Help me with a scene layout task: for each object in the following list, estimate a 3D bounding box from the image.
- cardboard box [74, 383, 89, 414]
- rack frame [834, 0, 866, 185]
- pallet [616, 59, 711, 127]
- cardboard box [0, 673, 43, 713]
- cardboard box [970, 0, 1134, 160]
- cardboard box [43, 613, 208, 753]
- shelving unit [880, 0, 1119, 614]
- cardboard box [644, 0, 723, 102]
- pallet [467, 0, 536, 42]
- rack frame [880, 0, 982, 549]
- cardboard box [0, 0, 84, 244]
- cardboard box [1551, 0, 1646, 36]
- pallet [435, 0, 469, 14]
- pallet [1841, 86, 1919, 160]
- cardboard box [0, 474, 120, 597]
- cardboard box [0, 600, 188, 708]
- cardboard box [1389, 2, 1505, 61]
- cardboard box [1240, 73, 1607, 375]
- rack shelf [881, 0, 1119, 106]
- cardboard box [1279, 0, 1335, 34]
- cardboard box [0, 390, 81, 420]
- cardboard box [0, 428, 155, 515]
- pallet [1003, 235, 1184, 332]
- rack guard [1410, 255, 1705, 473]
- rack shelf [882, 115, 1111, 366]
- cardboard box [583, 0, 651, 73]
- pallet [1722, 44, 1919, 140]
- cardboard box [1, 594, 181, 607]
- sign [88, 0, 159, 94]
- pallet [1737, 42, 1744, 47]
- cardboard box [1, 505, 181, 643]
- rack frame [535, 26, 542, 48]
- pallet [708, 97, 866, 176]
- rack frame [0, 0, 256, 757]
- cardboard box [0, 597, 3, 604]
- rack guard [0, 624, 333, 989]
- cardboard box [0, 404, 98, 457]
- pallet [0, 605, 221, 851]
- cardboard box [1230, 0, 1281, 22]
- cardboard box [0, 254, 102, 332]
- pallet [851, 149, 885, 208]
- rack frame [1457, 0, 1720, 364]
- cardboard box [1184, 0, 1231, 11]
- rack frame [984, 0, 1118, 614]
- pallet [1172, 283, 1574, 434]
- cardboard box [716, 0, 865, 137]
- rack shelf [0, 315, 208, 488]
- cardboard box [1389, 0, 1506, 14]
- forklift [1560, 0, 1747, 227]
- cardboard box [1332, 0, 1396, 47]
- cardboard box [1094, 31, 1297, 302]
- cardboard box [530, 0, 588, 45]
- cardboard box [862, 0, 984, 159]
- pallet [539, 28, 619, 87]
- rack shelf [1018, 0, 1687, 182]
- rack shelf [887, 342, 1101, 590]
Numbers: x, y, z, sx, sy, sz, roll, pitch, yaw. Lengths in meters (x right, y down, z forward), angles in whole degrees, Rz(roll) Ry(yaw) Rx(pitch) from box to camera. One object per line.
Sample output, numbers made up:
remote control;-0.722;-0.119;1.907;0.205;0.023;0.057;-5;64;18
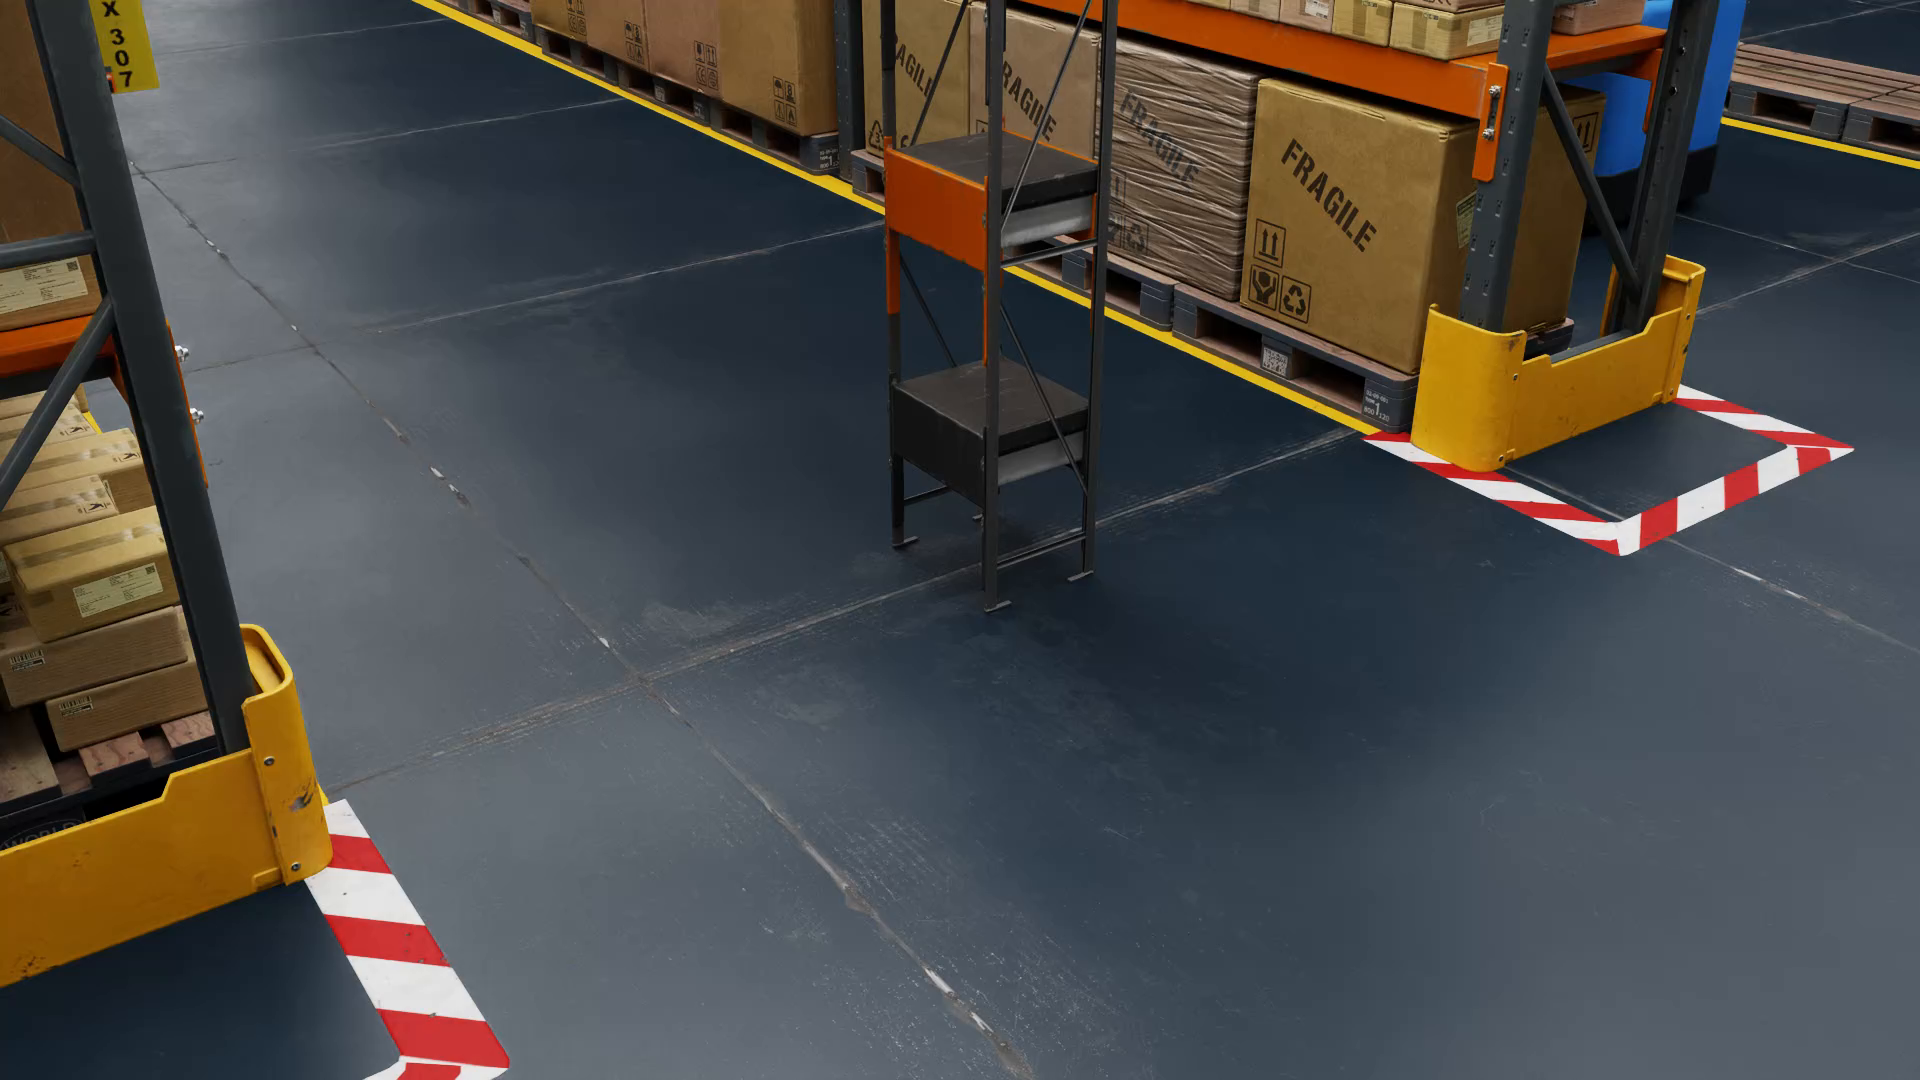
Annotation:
cardboard box;-2.776;-0.436;4.834;0.380;0.149;0.250;-18;33;-30
rack frame;-0.190;-3.328;8.234;1.000;3.000;0.127;-19;34;-31
pallet;-1.411;-2.856;10.288;1.003;0.211;1.213;-19;34;-31
cardboard box;-2.231;0.258;4.179;0.380;0.149;0.250;-19;34;-31
cardboard box;0.649;-1.950;7.484;0.875;0.875;0.875;-19;34;-31
cardboard box;-2.012;0.337;4.034;0.380;0.149;0.250;-18;33;-30
shelving unit;0.096;-0.858;4.630;0.431;2.100;0.503;-19;34;-31
cardboard box;-1.097;-3.169;9.728;1.225;0.875;0.875;-20;34;-32
pallet;-2.963;-3.962;12.323;1.003;0.211;1.213;-19;34;-31
rack frame;-0.046;-0.953;4.805;0.400;2.100;0.015;-19;34;-31
cardboard box;-2.005;-0.865;3.283;0.500;0.500;0.500;-17;33;-28
cardboard box;2.193;-1.892;5.853;0.380;0.149;0.250;-18;33;-30
pallet;-3.666;-4.436;13.196;1.003;0.211;1.213;-19;34;-31
pallet;5.718;-2.250;9.171;1.003;0.211;1.213;-19;34;-31
cardboard box;-2.254;-0.004;4.038;0.380;0.149;0.250;-18;33;-30
cardboard box;-2.064;0.224;3.930;0.380;0.149;0.250;-17;33;-29
cardboard box;1.655;-1.710;5.518;0.380;0.149;0.250;-18;33;-30
cardboard box;1.693;-1.250;6.195;0.875;0.875;0.875;-19;34;-31
rack shelf;0.096;-1.461;4.303;0.431;0.518;0.480;-19;34;-31
cardboard box;1.357;-1.909;5.885;0.380;0.149;0.250;-19;34;-31
cardboard box;-2.660;-0.321;4.622;0.380;0.149;0.250;-17;33;-29
cardboard box;-2.296;-0.137;4.283;0.380;0.149;0.250;-19;34;-31
pallet;0.899;-1.310;7.442;1.003;0.211;1.213;-19;34;-31
rack guard;2.144;-0.665;5.951;1.175;0.500;0.348;-19;34;-31
rack shelf;0.096;-0.846;4.637;0.431;0.518;0.480;-19;34;-31
cardboard box;-1.617;-3.511;10.358;1.225;0.875;0.875;-19;34;-30
pallet;5.014;-2.724;10.044;1.003;0.211;1.213;-19;34;-31
cardboard box;-2.177;0.102;4.155;0.380;0.149;0.250;-19;34;-31
sign;-1.527;-0.970;2.985;0.100;0.325;0.005;-19;34;-31
pallet;4.302;-3.198;10.918;1.003;0.211;1.213;-19;34;-31
cardboard box;-1.996;0.070;3.902;0.380;0.149;0.250;-21;35;-33
rack frame;-2.511;-4.883;11.098;1.000;3.000;0.127;-19;34;-31
pallet;-0.699;-2.381;9.414;1.003;0.211;1.213;-19;34;-31
rack frame;-1.969;-0.439;2.915;1.000;3.000;0.127;-19;34;-31
cardboard box;-2.391;0.031;4.285;0.380;0.149;0.250;-18;33;-30
rack guard;-2.013;0.630;3.566;1.175;0.500;0.348;-19;34;-31
cardboard box;-2.507;-0.211;4.419;0.380;0.149;0.250;-21;35;-33
pallet;-2.456;0.431;4.235;1.003;0.211;1.213;-19;34;-31
cardboard box;1.213;-2.006;6.064;0.380;0.149;0.250;-18;33;-30
cardboard box;-1.890;-0.545;3.374;0.380;0.149;0.250;-19;34;-31
pallet;0.187;-1.785;8.316;1.003;0.211;1.213;-19;34;-31
rack frame;2.130;-1.773;5.371;1.000;3.000;0.127;-19;34;-31
cardboard box;1.061;-2.106;6.249;0.380;0.149;0.250;-20;34;-32
rack frame;0.238;-0.763;4.456;0.400;2.100;0.015;-19;34;-31
pallet;1.602;-0.836;6.569;1.003;0.211;1.213;-19;34;-31
cardboard box;-0.578;-2.822;9.089;1.225;0.875;0.875;-19;34;-30
rack shelf;-3.129;-0.900;4.519;1.077;0.370;4.000;-19;34;-31
cardboard box;1.632;-1.952;5.548;0.500;0.250;0.500;-19;34;-31
forklift;2.454;-3.400;8.439;1.130;2.935;3.031;-20;34;-33
cardboard box;1.503;-1.810;5.703;0.380;0.149;0.250;-18;33;-30
cardboard box;1.165;-1.604;6.847;0.875;0.875;0.875;-19;34;-31
cardboard box;-2.127;-3.860;11.000;1.225;0.875;0.875;-21;35;-33
cardboard box;0.127;-2.300;8.128;0.875;0.875;0.875;-19;34;-31
pallet;-2.115;-3.330;11.160;1.003;0.211;1.213;-19;34;-31
rack shelf;0.970;-2.234;6.974;1.077;0.370;4.000;-19;34;-31
rack shelf;0.096;-0.231;4.971;0.431;0.518;0.480;-19;34;-31
